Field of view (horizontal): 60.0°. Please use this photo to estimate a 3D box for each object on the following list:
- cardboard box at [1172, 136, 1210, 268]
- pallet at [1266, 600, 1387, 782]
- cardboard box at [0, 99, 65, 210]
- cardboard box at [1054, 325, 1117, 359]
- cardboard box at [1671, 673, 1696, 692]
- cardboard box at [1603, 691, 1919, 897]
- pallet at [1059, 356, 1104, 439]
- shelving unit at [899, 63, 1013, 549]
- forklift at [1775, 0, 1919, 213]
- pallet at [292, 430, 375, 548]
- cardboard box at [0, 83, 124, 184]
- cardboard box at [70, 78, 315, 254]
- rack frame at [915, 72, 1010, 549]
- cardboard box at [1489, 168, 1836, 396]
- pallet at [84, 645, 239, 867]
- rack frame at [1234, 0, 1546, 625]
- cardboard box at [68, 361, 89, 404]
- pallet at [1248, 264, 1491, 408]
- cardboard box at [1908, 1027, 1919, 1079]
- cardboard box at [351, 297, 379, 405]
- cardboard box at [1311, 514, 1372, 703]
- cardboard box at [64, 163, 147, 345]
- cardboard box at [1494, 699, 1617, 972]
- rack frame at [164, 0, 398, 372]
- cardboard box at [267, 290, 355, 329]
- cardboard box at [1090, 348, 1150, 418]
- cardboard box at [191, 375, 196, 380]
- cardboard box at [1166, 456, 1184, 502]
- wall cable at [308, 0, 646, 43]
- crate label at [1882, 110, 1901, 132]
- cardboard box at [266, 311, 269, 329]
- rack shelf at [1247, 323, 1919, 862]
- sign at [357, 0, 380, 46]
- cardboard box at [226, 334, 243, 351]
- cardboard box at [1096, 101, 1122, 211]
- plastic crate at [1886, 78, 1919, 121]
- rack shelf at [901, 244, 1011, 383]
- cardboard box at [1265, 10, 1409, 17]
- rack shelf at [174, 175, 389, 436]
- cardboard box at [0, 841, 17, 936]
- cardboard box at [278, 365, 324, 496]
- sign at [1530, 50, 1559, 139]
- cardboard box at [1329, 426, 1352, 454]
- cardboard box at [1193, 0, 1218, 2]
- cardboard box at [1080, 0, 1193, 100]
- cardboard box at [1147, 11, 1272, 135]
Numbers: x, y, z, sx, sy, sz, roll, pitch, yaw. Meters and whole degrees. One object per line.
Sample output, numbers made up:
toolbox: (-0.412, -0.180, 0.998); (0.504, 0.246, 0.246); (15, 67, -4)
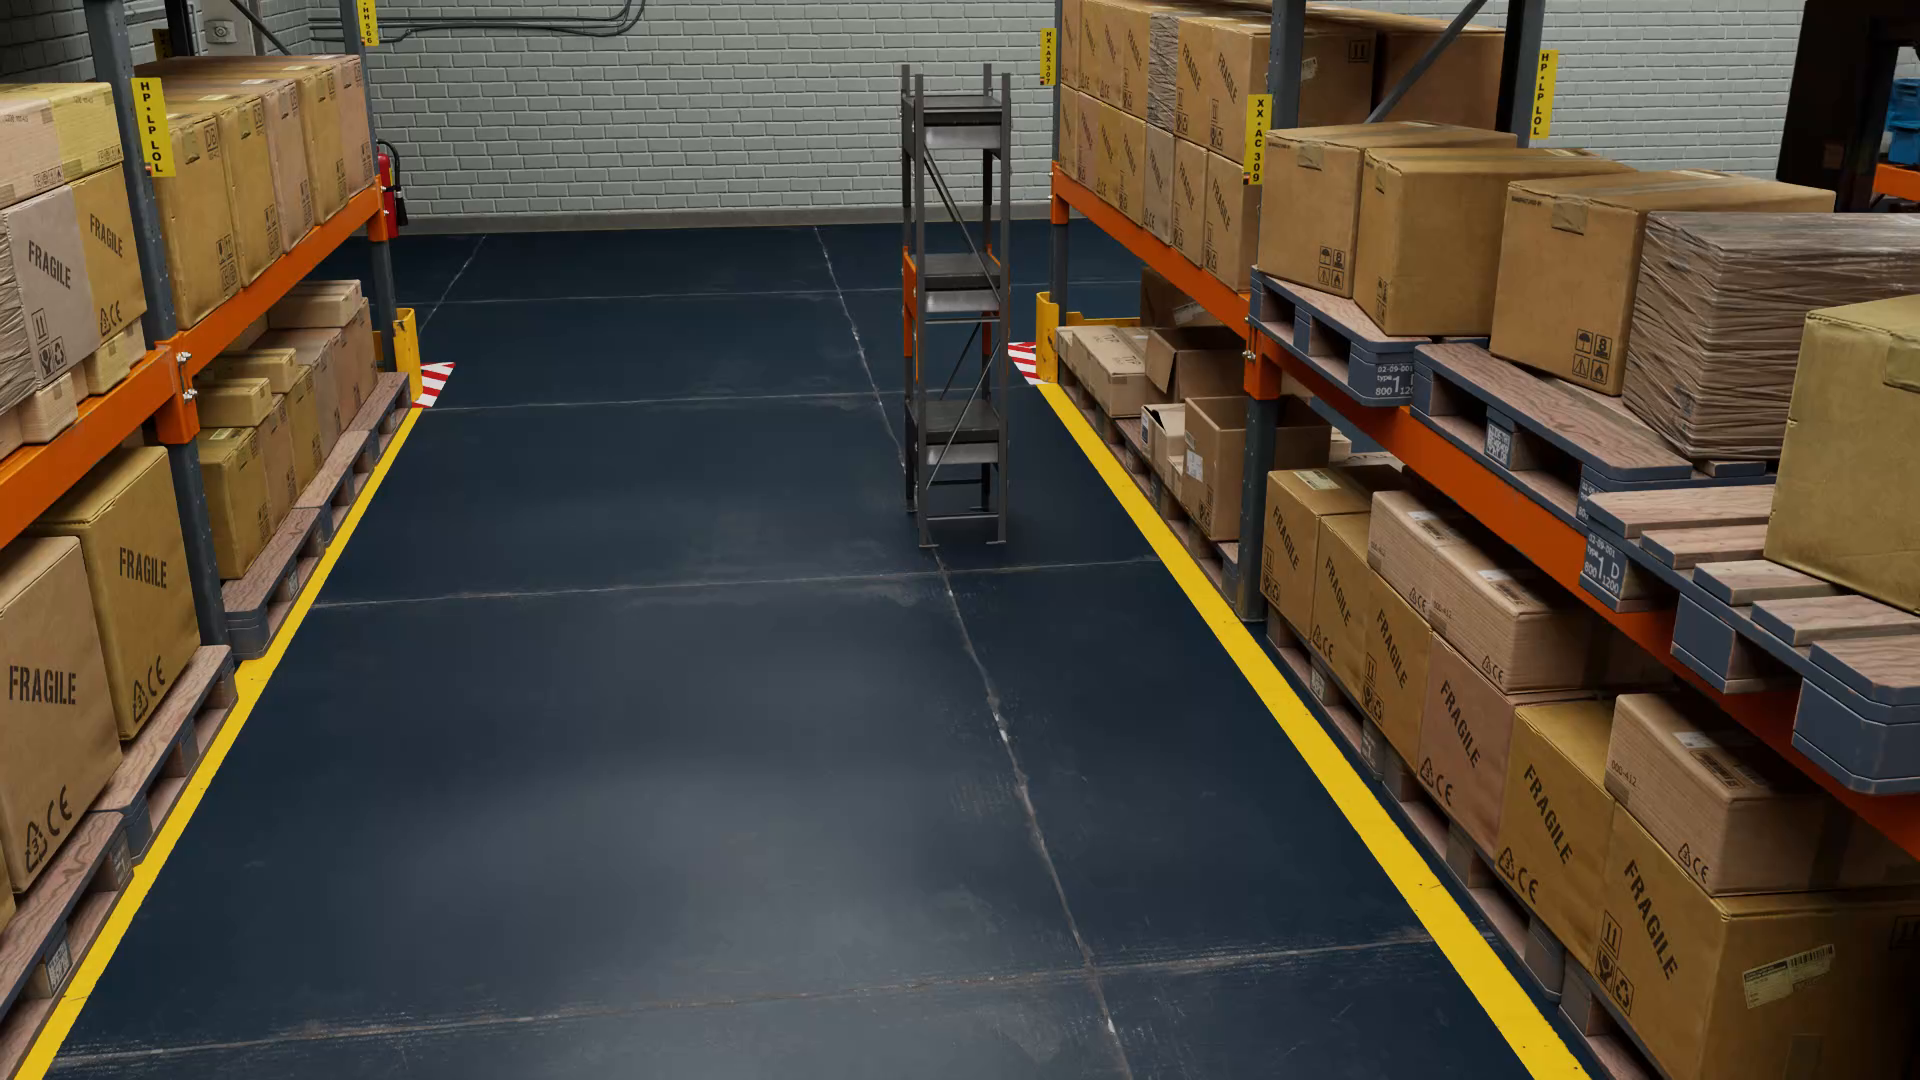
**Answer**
cardboard box: (1.239, -1.492, 7.280); (0.500, 0.500, 0.500); (-2, 21, -6)
pallet: (1.795, 0.480, 6.131); (1.003, 0.211, 1.213); (-3, 21, -8)
cardboard box: (-2.876, -1.076, 4.641); (0.500, 0.250, 0.500); (-2, 21, -7)
cardboard box: (0.784, -1.200, 10.087); (0.380, 0.149, 0.250); (-3, 21, -8)
cardboard box: (2.206, 0.536, 4.938); (0.500, 0.500, 0.500); (-4, 21, -10)
cardboard box: (1.838, 0.561, 3.800); (0.500, 0.250, 0.500); (-2, 21, -6)
pallet: (1.191, -0.883, 9.778); (1.003, 0.211, 1.213); (-3, 21, -8)
shelving unit: (-0.024, -1.041, 7.502); (0.431, 2.100, 0.503); (-3, 21, -8)
forklift: (3.677, -0.893, 5.918); (1.130, 2.935, 3.031); (-4, 21, -11)
pallet: (-3.472, -0.240, 8.056); (1.003, 0.211, 1.213); (-3, 21, -8)
cardboard box: (-2.940, -1.253, 5.116); (0.500, 0.250, 0.500); (-2, 21, -6)
cardboard box: (-3.537, -1.689, 7.522); (0.980, 0.700, 0.700); (-4, 21, -10)
rack frame: (0.011, -0.956, 7.276); (0.400, 2.100, 0.015); (-3, 21, -8)
cardboard box: (1.956, -0.741, 4.671); (0.700, 0.500, 0.500); (-8, 22, -21)
pallet: (-3.075, 0.714, 5.502); (1.003, 0.211, 1.213); (-3, 21, -8)
rack frame: (1.641, -1.106, 6.392); (1.000, 3.000, 0.127); (-3, 21, -8)
cardboard box: (-2.879, -0.466, 5.008); (0.380, 0.149, 0.250); (-2, 21, -6)
pallet: (1.648, -0.734, 5.670); (1.003, 0.211, 1.213); (-3, 21, -8)
cardboard box: (2.434, 1.071, 3.504); (0.500, 0.500, 0.500); (-2, 21, -5)
cardboard box: (-3.637, -1.029, 9.156); (0.700, 0.500, 0.500); (-3, 21, -8)
cardboard box: (1.557, 0.222, 5.778); (0.500, 0.500, 0.500); (-3, 21, -7)
cardboard box: (-2.945, -0.904, 5.252); (0.500, 0.500, 0.500); (-3, 21, -9)
cardboard box: (1.776, 0.752, 4.359); (0.500, 0.500, 0.500); (-4, 21, -10)
rack frame: (-3.837, -2.240, 9.427); (1.000, 3.000, 0.127); (-3, 21, -8)
cardboard box: (-3.401, -1.209, 8.711); (0.380, 0.149, 0.250); (-2, 21, -6)
cardboard box: (1.006, -0.861, 9.034); (0.500, 0.250, 0.500); (-3, 21, -8)
cardboard box: (-3.559, -0.662, 7.248); (0.380, 0.149, 0.250); (-4, 21, -9)
cardboard box: (1.164, -0.287, 7.643); (0.380, 0.149, 0.250); (-3, 21, -8)
wall cable: (-4.299, -5.572, 14.212); (3.097, 2.526, 0.112); (-3, 21, -8)
crate label: (5.676, -2.588, 10.510); (0.416, 0.233, 0.303); (-3, 21, -8)
cardboard box: (-3.780, -1.190, 8.662); (0.380, 0.149, 0.250); (-3, 21, -8)
rack shelf: (1.929, -0.077, 4.663); (1.077, 0.370, 4.000); (-3, 21, -8)
sign: (-3.298, -2.916, 9.244); (0.100, 0.325, 0.005); (-3, 21, -8)
cardboard box: (-3.669, -0.927, 7.956); (0.380, 0.149, 0.250); (-3, 21, -7)
cardboard box: (1.016, -2.019, 8.692); (0.500, 0.500, 0.500); (-3, 21, -8)
plastic crate: (6.199, -2.678, 10.463); (0.616, 0.435, 0.499); (-3, 21, -8)
rack shelf: (-0.024, -1.028, 7.507); (0.431, 0.518, 0.480); (-3, 21, -8)
cardboard box: (1.703, -2.156, 7.629); (0.500, 0.500, 0.500); (-4, 21, -9)
rack shelf: (-3.549, -1.211, 7.699); (1.077, 0.370, 4.000); (-3, 21, -8)
cardboard box: (-2.780, 0.775, 3.826); (0.750, 0.750, 0.750); (-3, 21, -8)
cardboard box: (-3.408, -0.497, 7.732); (0.700, 0.500, 0.500); (-2, 21, -6)
sign: (2.189, -1.678, 6.267); (0.100, 0.325, 0.005); (-3, 21, -8)
cardboard box: (1.660, -0.441, 8.029); (0.380, 0.166, 0.250); (-3, 21, -8)
cardboard box: (1.474, -2.692, 9.063); (0.500, 0.500, 0.500); (-2, 21, -6)
cardboard box: (0.950, -2.659, 8.977); (0.500, 0.500, 0.500); (-3, 21, -7)
cardboard box: (1.163, -2.135, 7.575); (0.500, 0.500, 0.500); (-3, 21, -7)
